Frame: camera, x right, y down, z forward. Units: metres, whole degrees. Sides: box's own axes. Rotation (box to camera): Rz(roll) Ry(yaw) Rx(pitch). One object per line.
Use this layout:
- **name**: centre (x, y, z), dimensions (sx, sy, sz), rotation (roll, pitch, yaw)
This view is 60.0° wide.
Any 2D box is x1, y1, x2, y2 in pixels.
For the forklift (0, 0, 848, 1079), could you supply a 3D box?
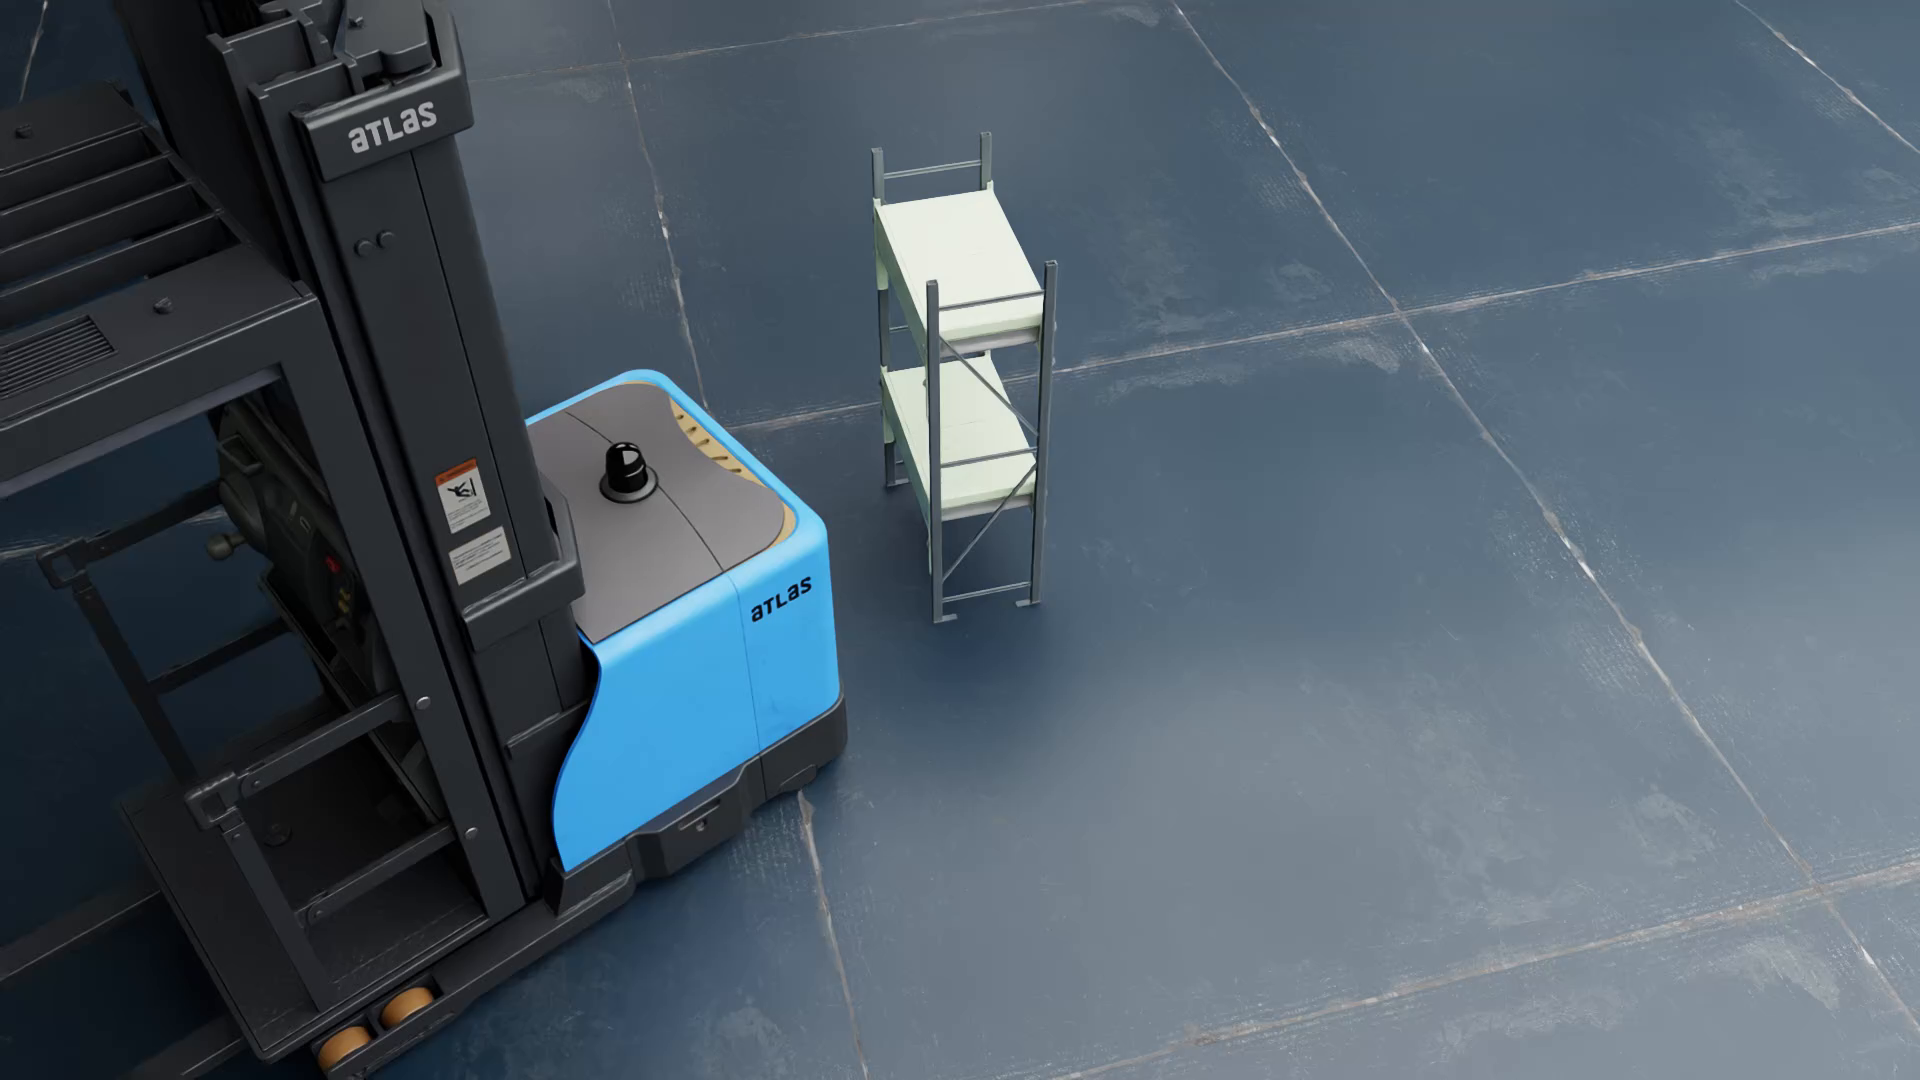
- **forklift**: centre (-1.829, 0.090, 4.109), dimensions (3.031, 2.935, 1.130), rotation (-31, 53, -27)

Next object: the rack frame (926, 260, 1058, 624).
- **rack frame**: centre (0.095, -0.268, 5.462), dimensions (0.400, 1.500, 0.023), rotation (-11, 47, -10)

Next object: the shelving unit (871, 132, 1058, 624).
- **shelving unit**: centre (0.002, -0.520, 5.710), dimensions (0.431, 1.500, 0.755), rotation (-11, 47, -10)

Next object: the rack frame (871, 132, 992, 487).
- **rack frame**: centre (-0.092, -0.773, 5.957), dimensions (0.400, 1.500, 0.023), rotation (-11, 47, -10)

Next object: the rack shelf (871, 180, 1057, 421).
- **rack shelf**: centre (0.002, -0.793, 5.431), dimensions (0.431, 0.370, 0.720), rotation (-11, 47, -10)

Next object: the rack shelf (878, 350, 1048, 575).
- **rack shelf**: centre (0.002, -0.292, 5.943), dimensions (0.431, 0.370, 0.720), rotation (-11, 47, -10)
